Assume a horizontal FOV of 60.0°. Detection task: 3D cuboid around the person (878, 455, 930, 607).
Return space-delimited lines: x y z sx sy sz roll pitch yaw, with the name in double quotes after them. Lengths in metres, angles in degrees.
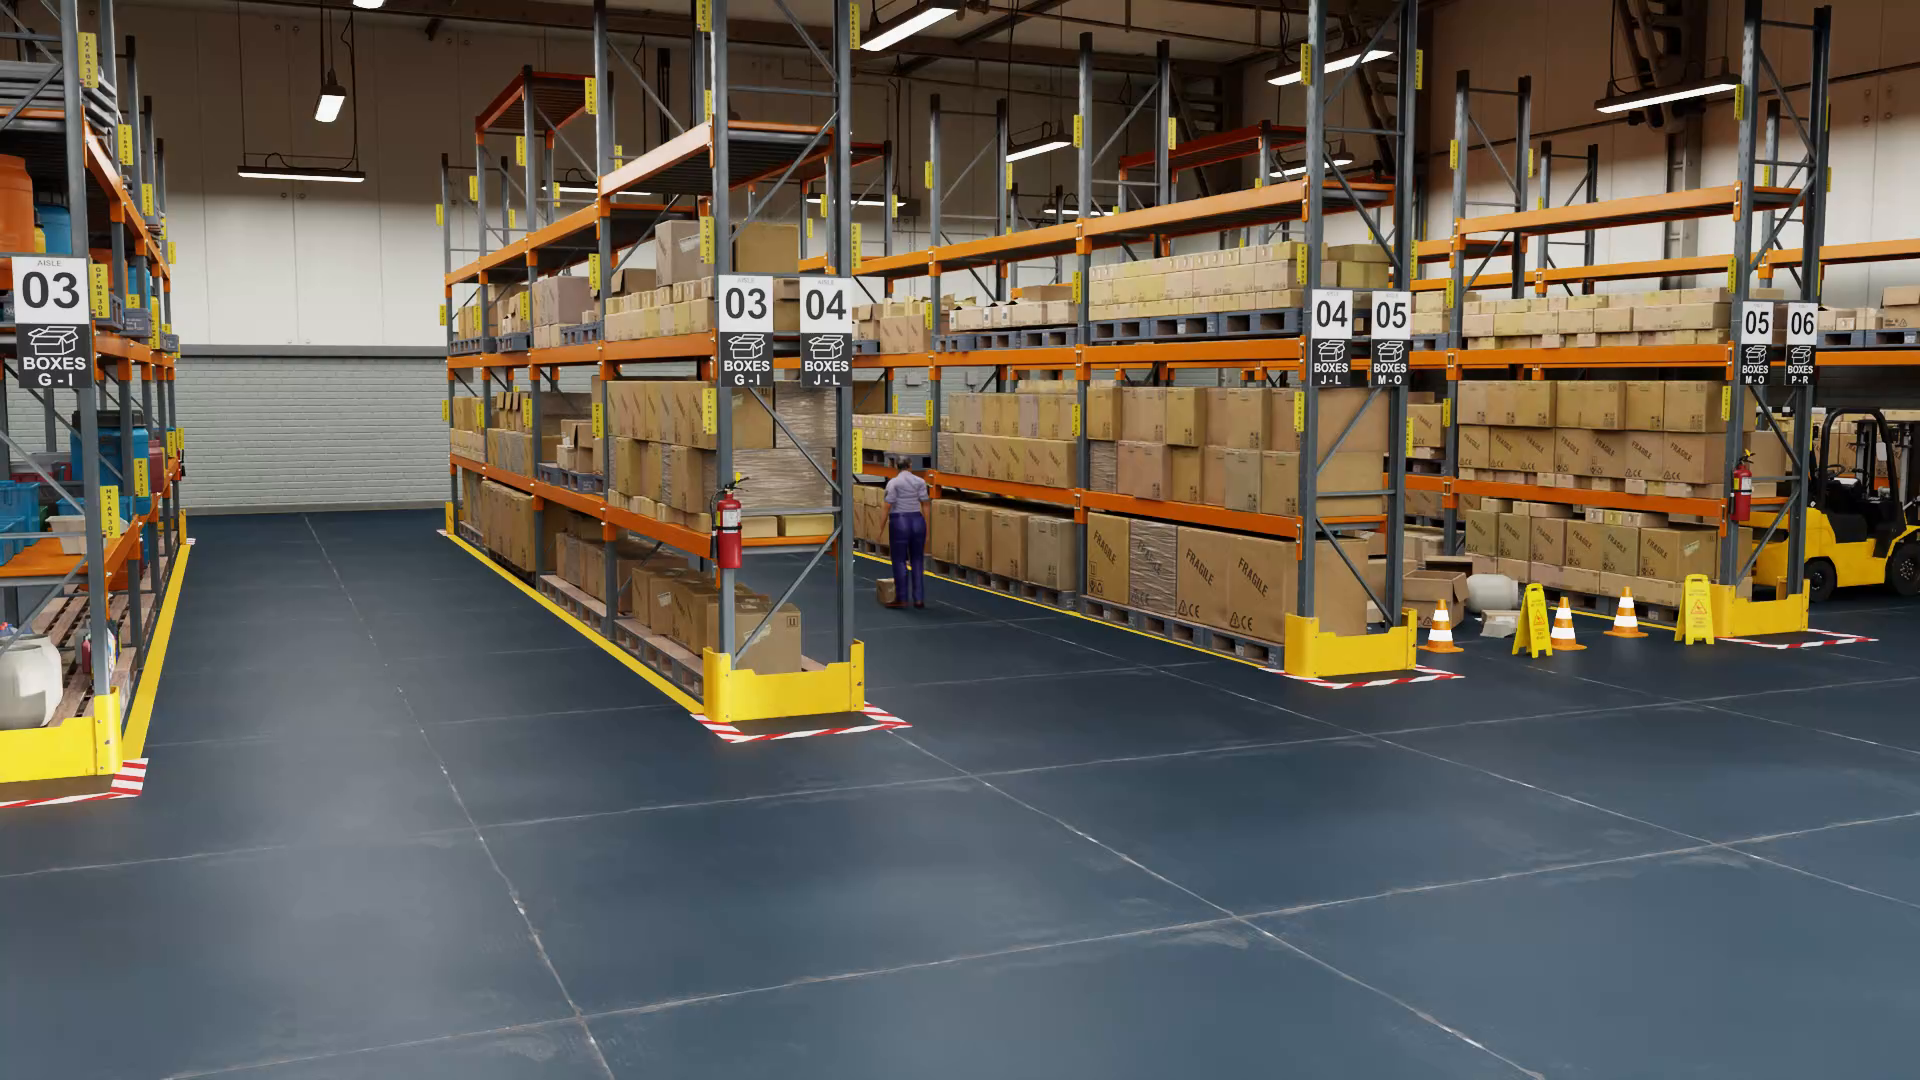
-0.593 -0.076 17.945 0.568 1.656 0.360 -3 6 -29 "person"
